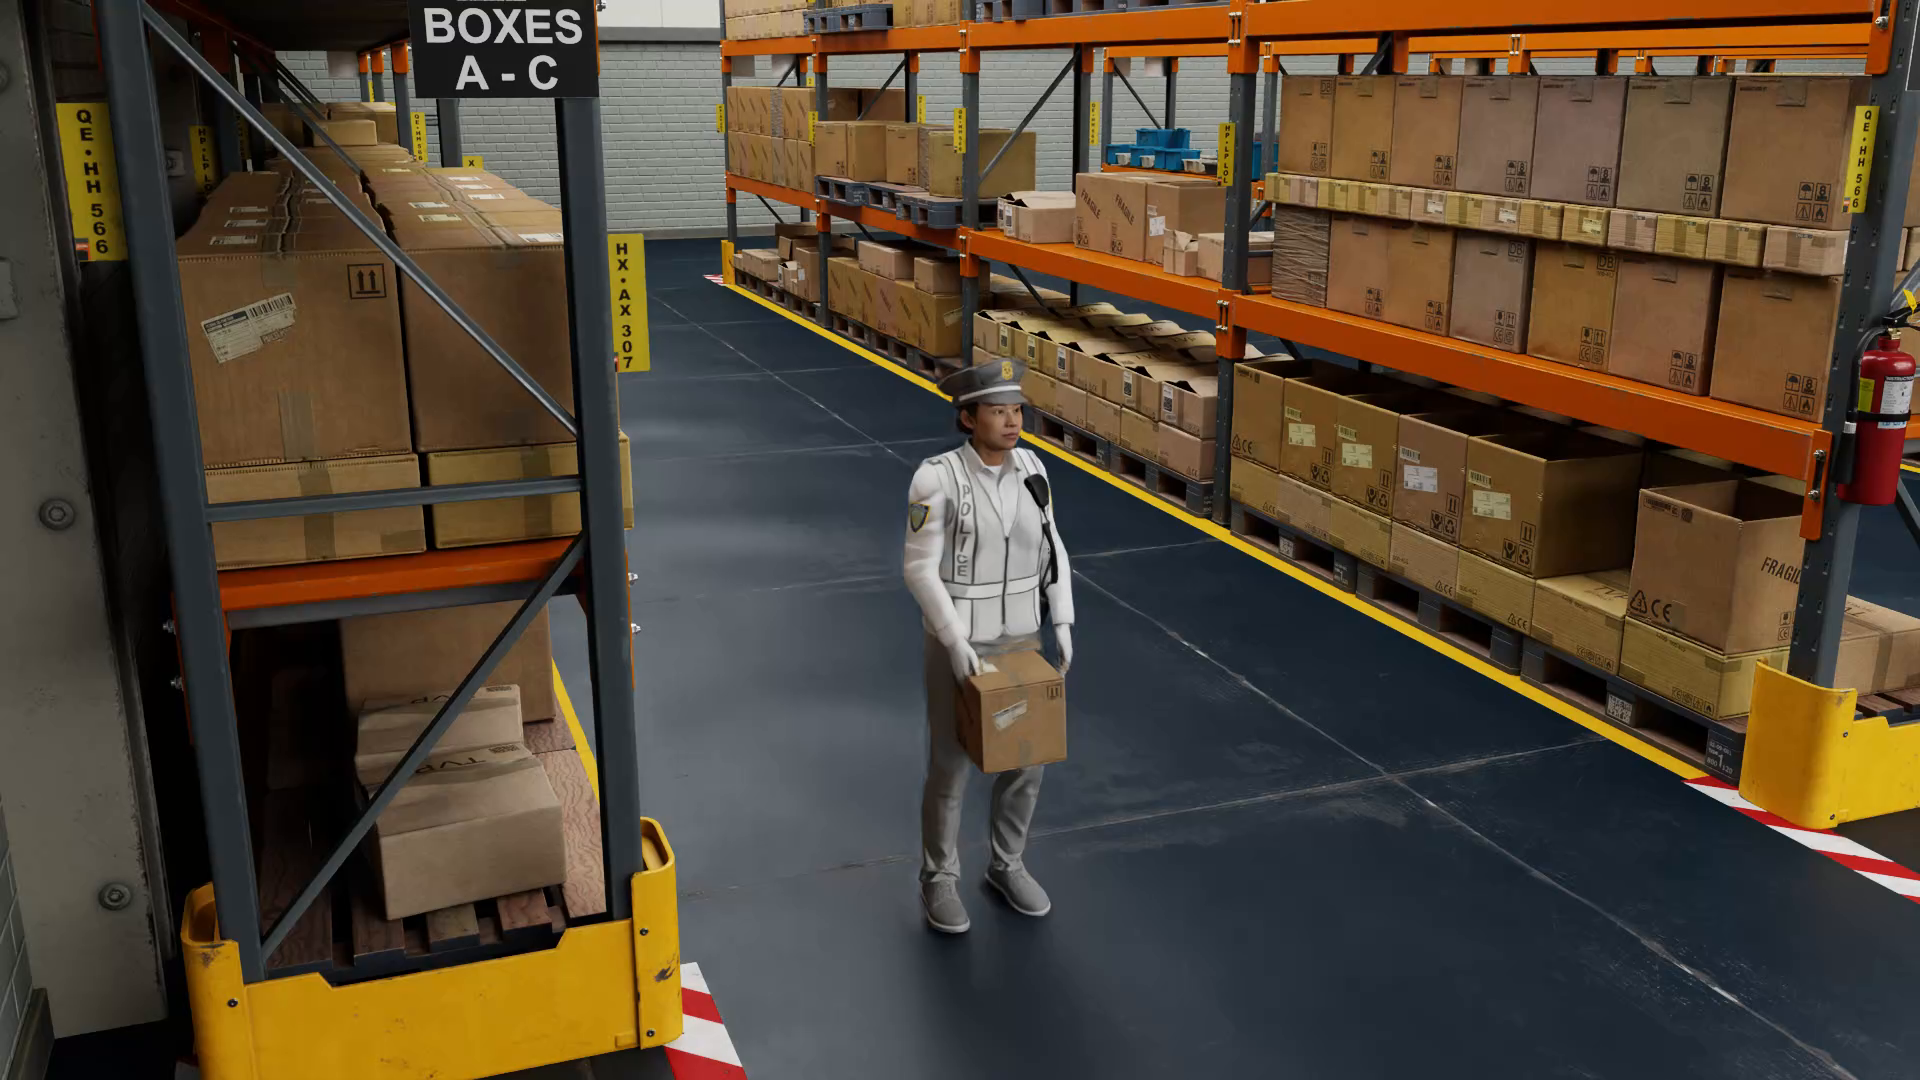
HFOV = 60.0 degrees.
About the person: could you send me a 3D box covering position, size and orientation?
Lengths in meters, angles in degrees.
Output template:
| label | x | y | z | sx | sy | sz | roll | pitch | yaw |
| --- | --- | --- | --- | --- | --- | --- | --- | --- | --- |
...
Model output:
| label | x | y | z | sx | sy | sz | roll | pitch | yaw |
| --- | --- | --- | --- | --- | --- | --- | --- | --- | --- |
| person | 0.085 | -0.124 | 4.818 | 0.370 | 0.833 | 0.314 | -8 | 18 | -27 |
